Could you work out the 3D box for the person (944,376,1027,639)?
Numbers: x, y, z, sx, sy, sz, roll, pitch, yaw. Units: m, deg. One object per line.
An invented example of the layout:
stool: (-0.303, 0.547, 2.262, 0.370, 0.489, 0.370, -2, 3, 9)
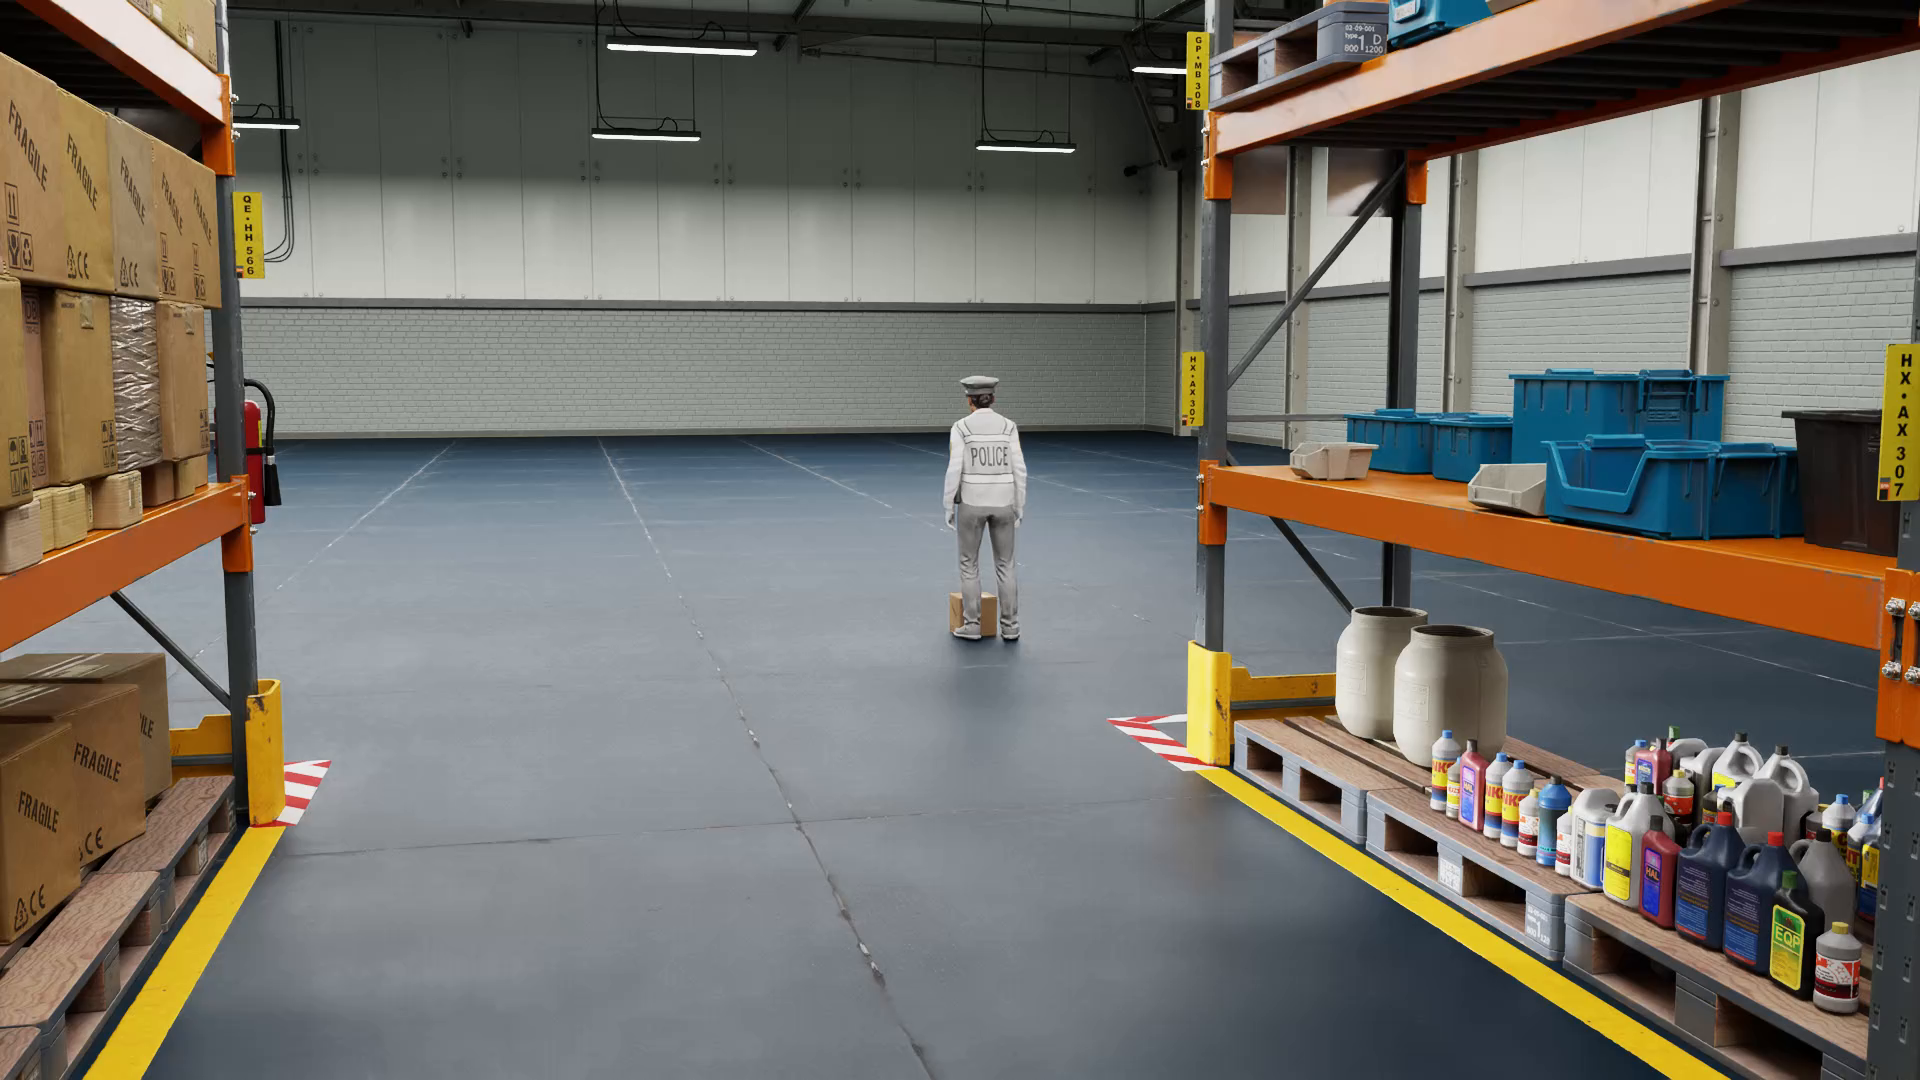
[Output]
person: (0.155, -0.194, 10.482, 0.524, 1.654, 0.407, -2, 6, -14)
